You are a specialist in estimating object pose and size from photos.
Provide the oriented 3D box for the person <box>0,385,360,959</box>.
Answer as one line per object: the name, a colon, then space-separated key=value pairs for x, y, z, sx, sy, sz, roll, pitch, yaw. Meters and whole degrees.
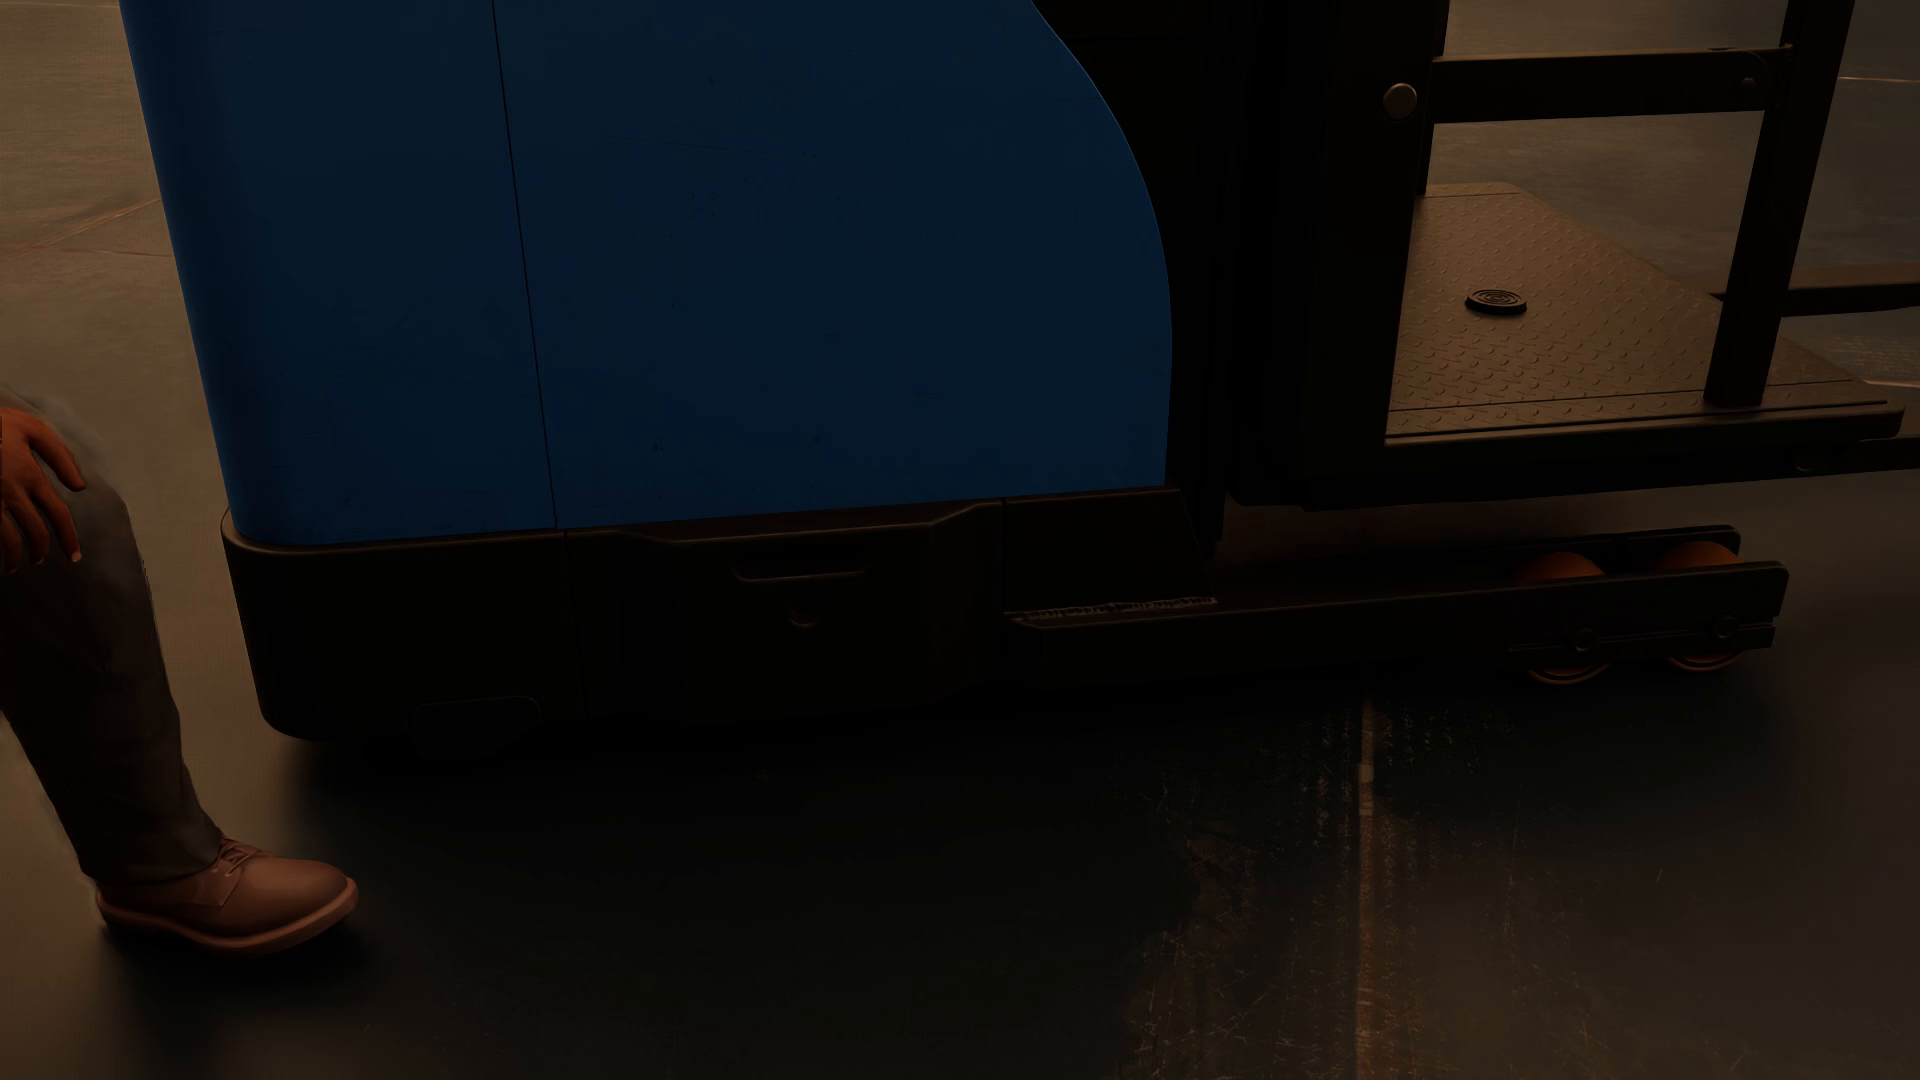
person: x=-1.149 y=-0.255 z=1.400 sx=1.098 sy=1.429 sz=0.662 roll=20 pitch=33 yaw=35

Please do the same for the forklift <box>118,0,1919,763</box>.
forklift: x=0.600 y=-1.354 z=1.930 sx=3.031 sy=2.935 sz=1.130 roll=-4 pitch=27 yaw=-9
